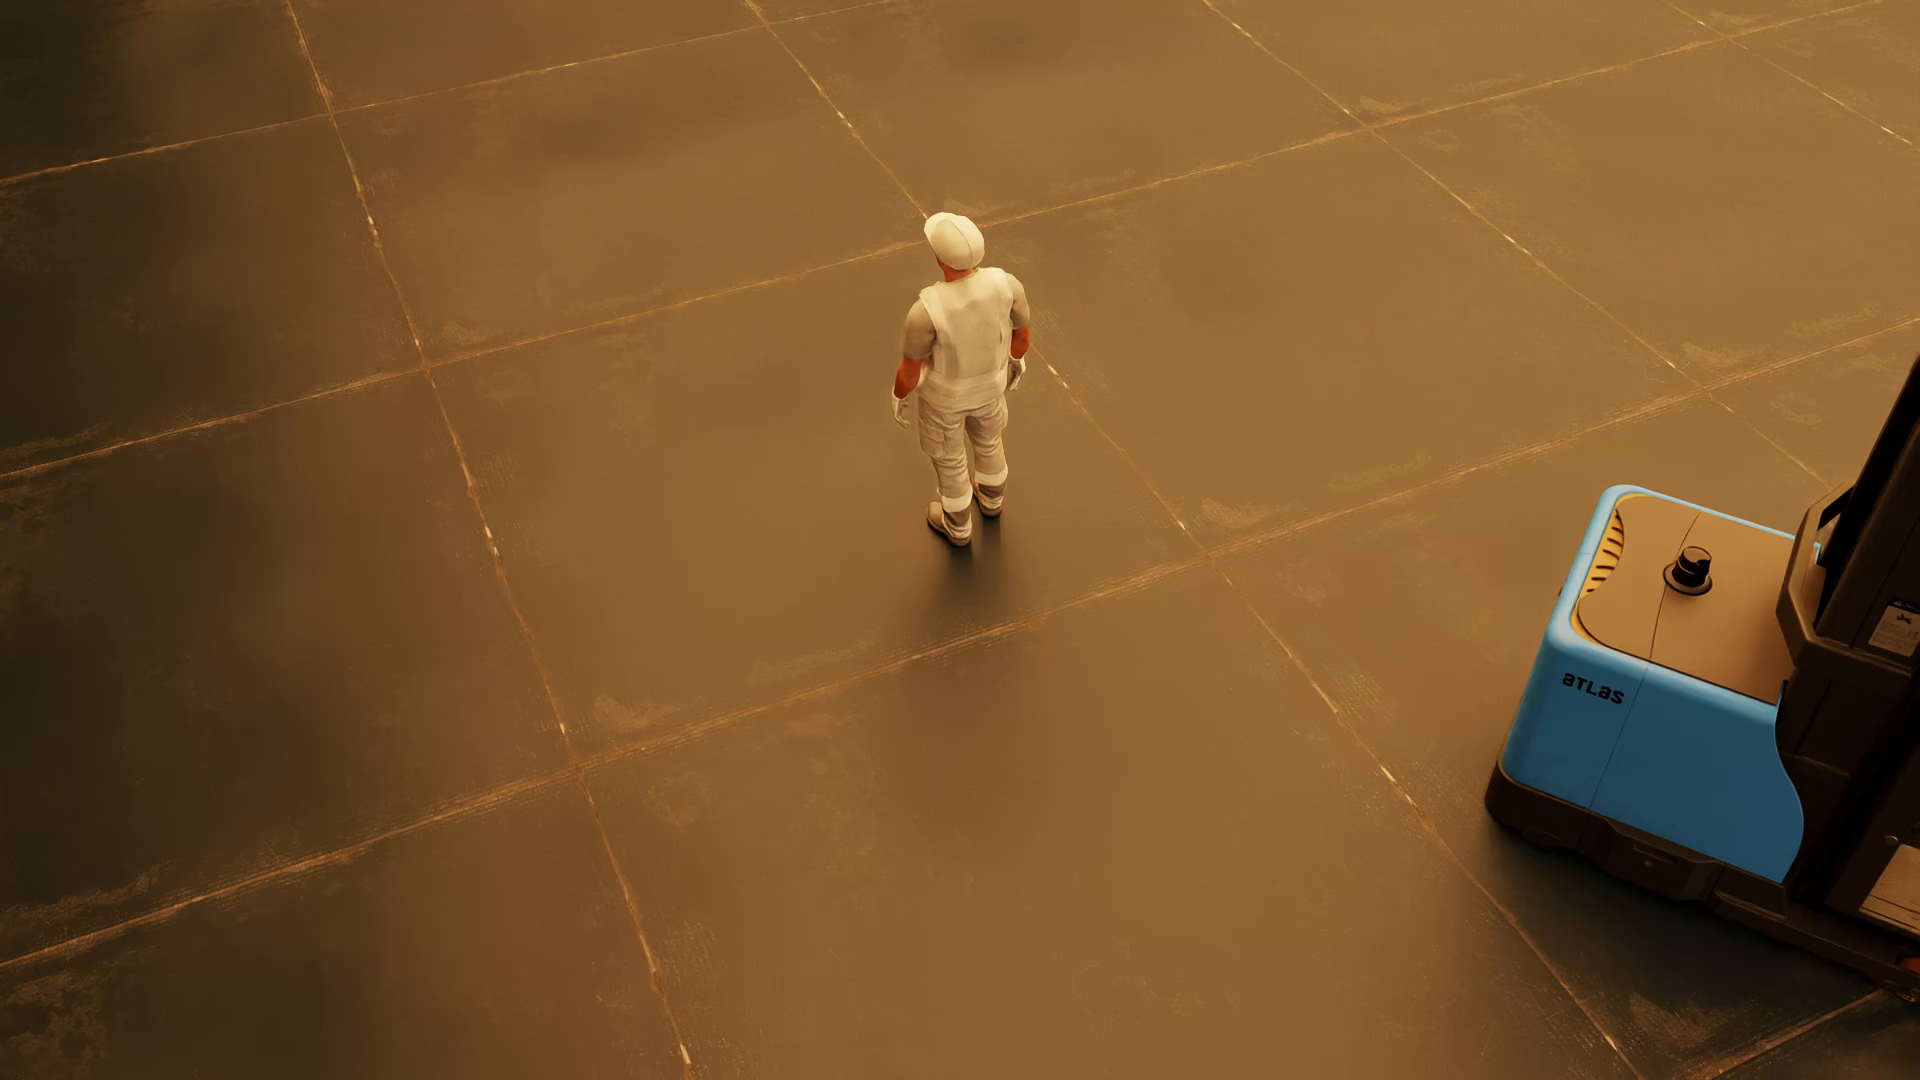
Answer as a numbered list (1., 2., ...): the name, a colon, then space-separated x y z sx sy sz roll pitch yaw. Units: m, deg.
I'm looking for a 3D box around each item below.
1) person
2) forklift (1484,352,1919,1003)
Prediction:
1. person: -0.024 -0.712 7.270 0.638 1.789 0.562 -18 46 -18
2. forklift: 3.623 0.249 5.413 3.031 2.935 1.130 21 47 21
